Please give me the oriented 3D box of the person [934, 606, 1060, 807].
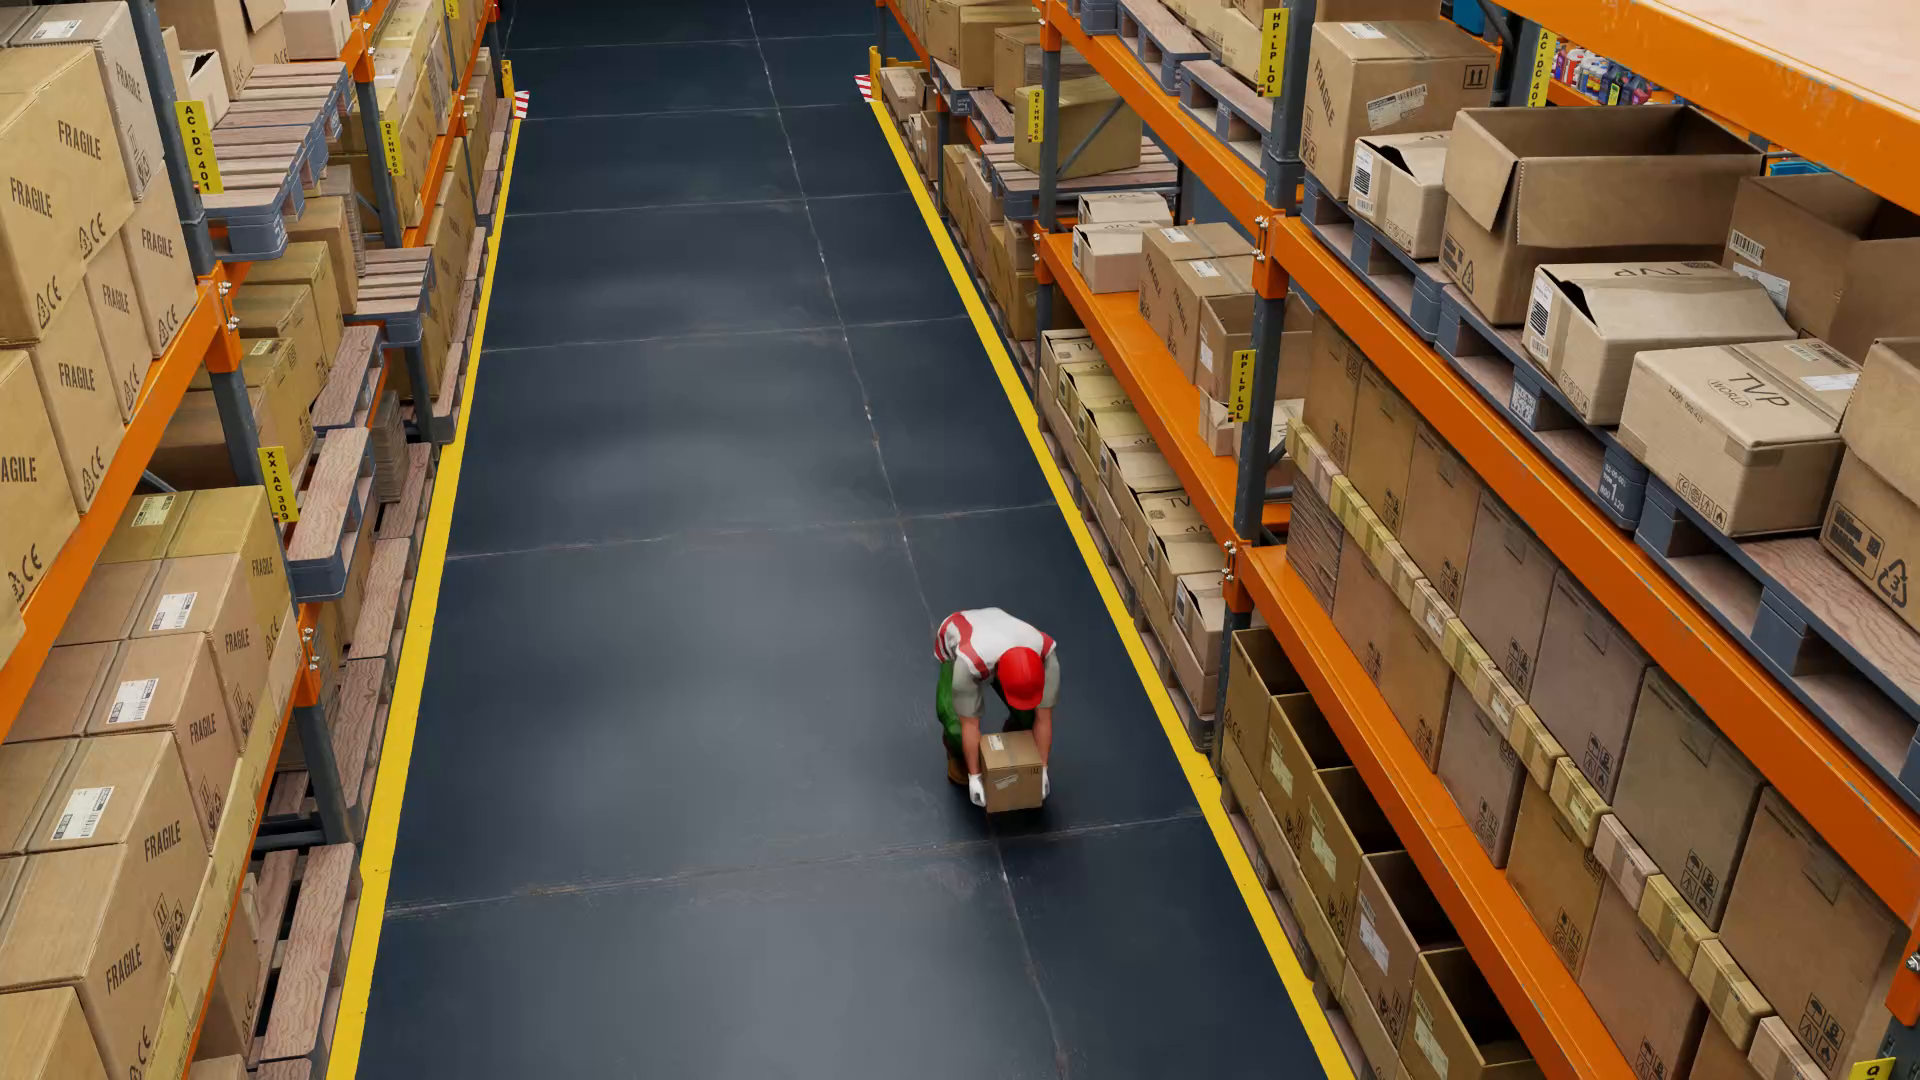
[{"bbox_3d":[0.161,0.732,7.661,0.533,0.991,0.912,-6,31,-10],"label":"person"}]
